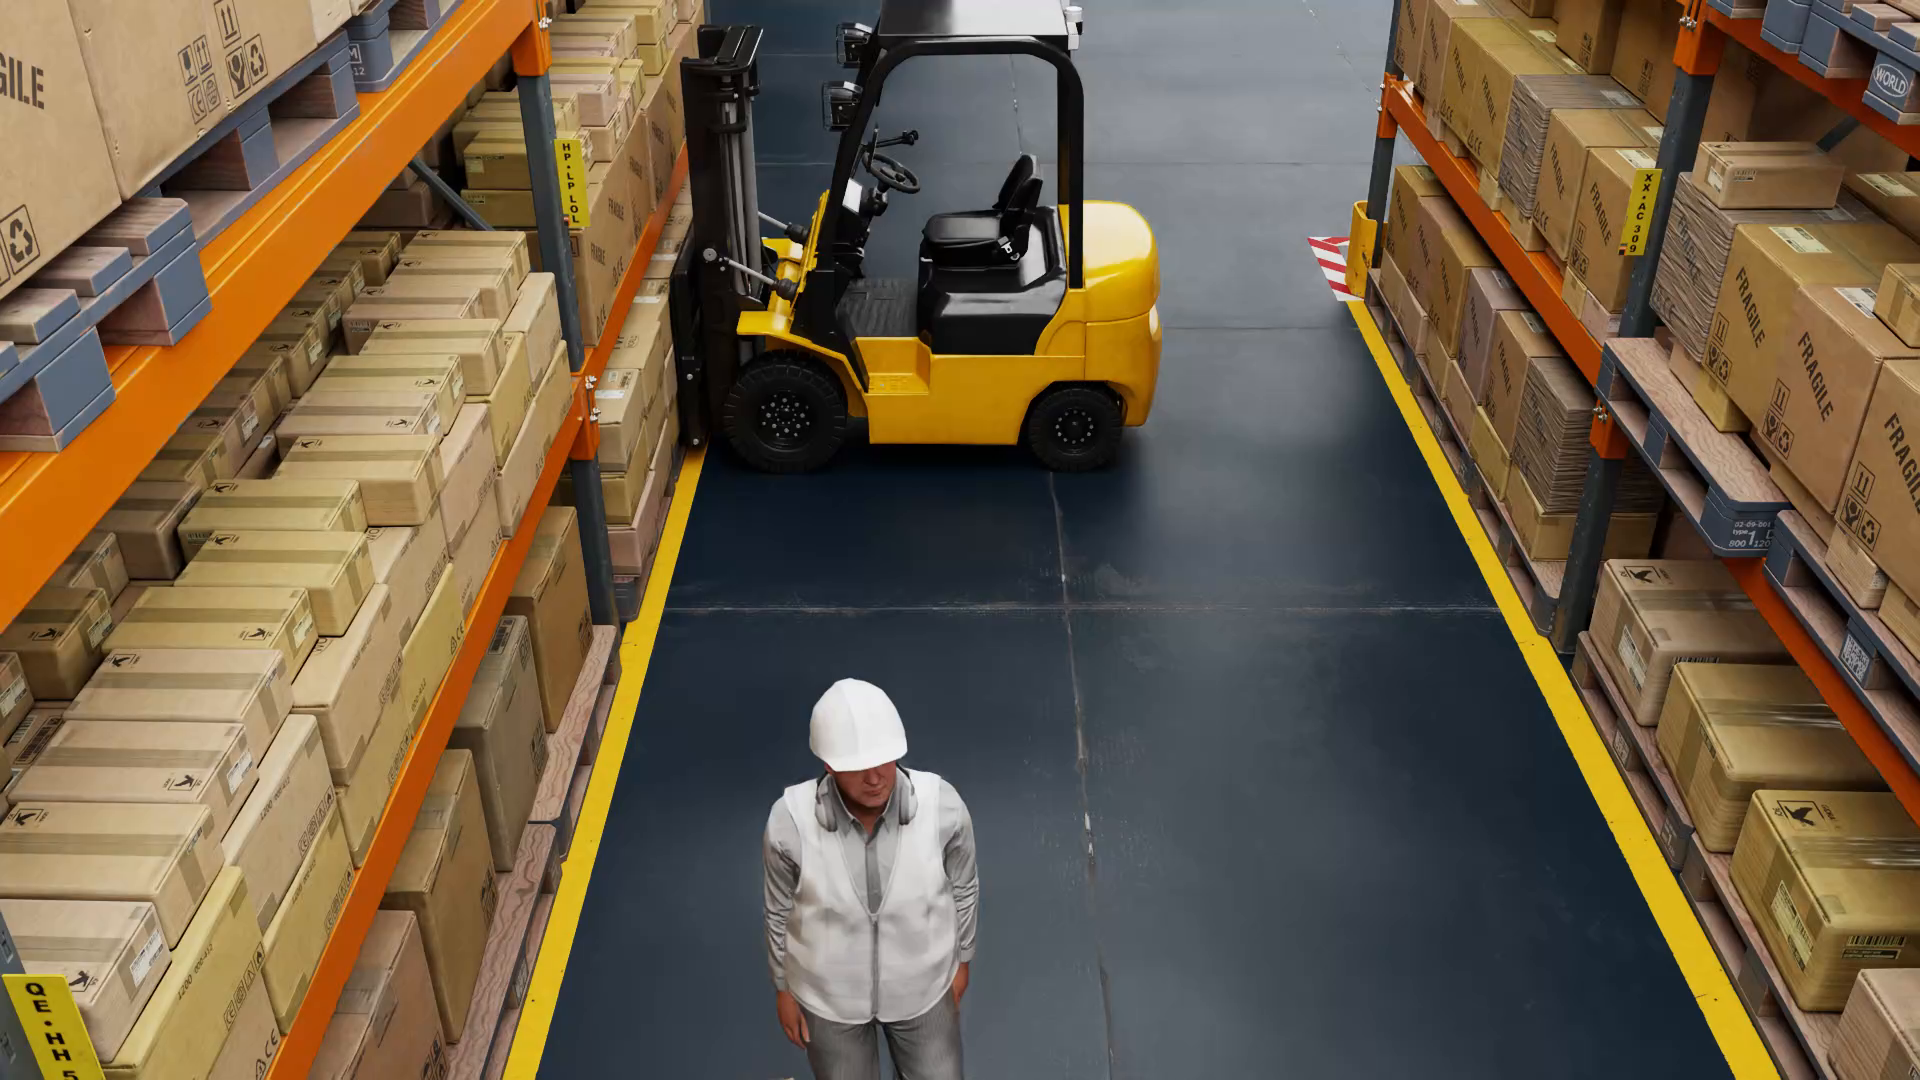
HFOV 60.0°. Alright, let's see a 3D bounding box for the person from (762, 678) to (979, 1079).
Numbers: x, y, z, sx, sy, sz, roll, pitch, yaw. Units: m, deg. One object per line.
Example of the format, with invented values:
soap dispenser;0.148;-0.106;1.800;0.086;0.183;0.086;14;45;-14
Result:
person;-0.220;1.092;4.272;0.544;1.761;0.495;-4;32;-6
